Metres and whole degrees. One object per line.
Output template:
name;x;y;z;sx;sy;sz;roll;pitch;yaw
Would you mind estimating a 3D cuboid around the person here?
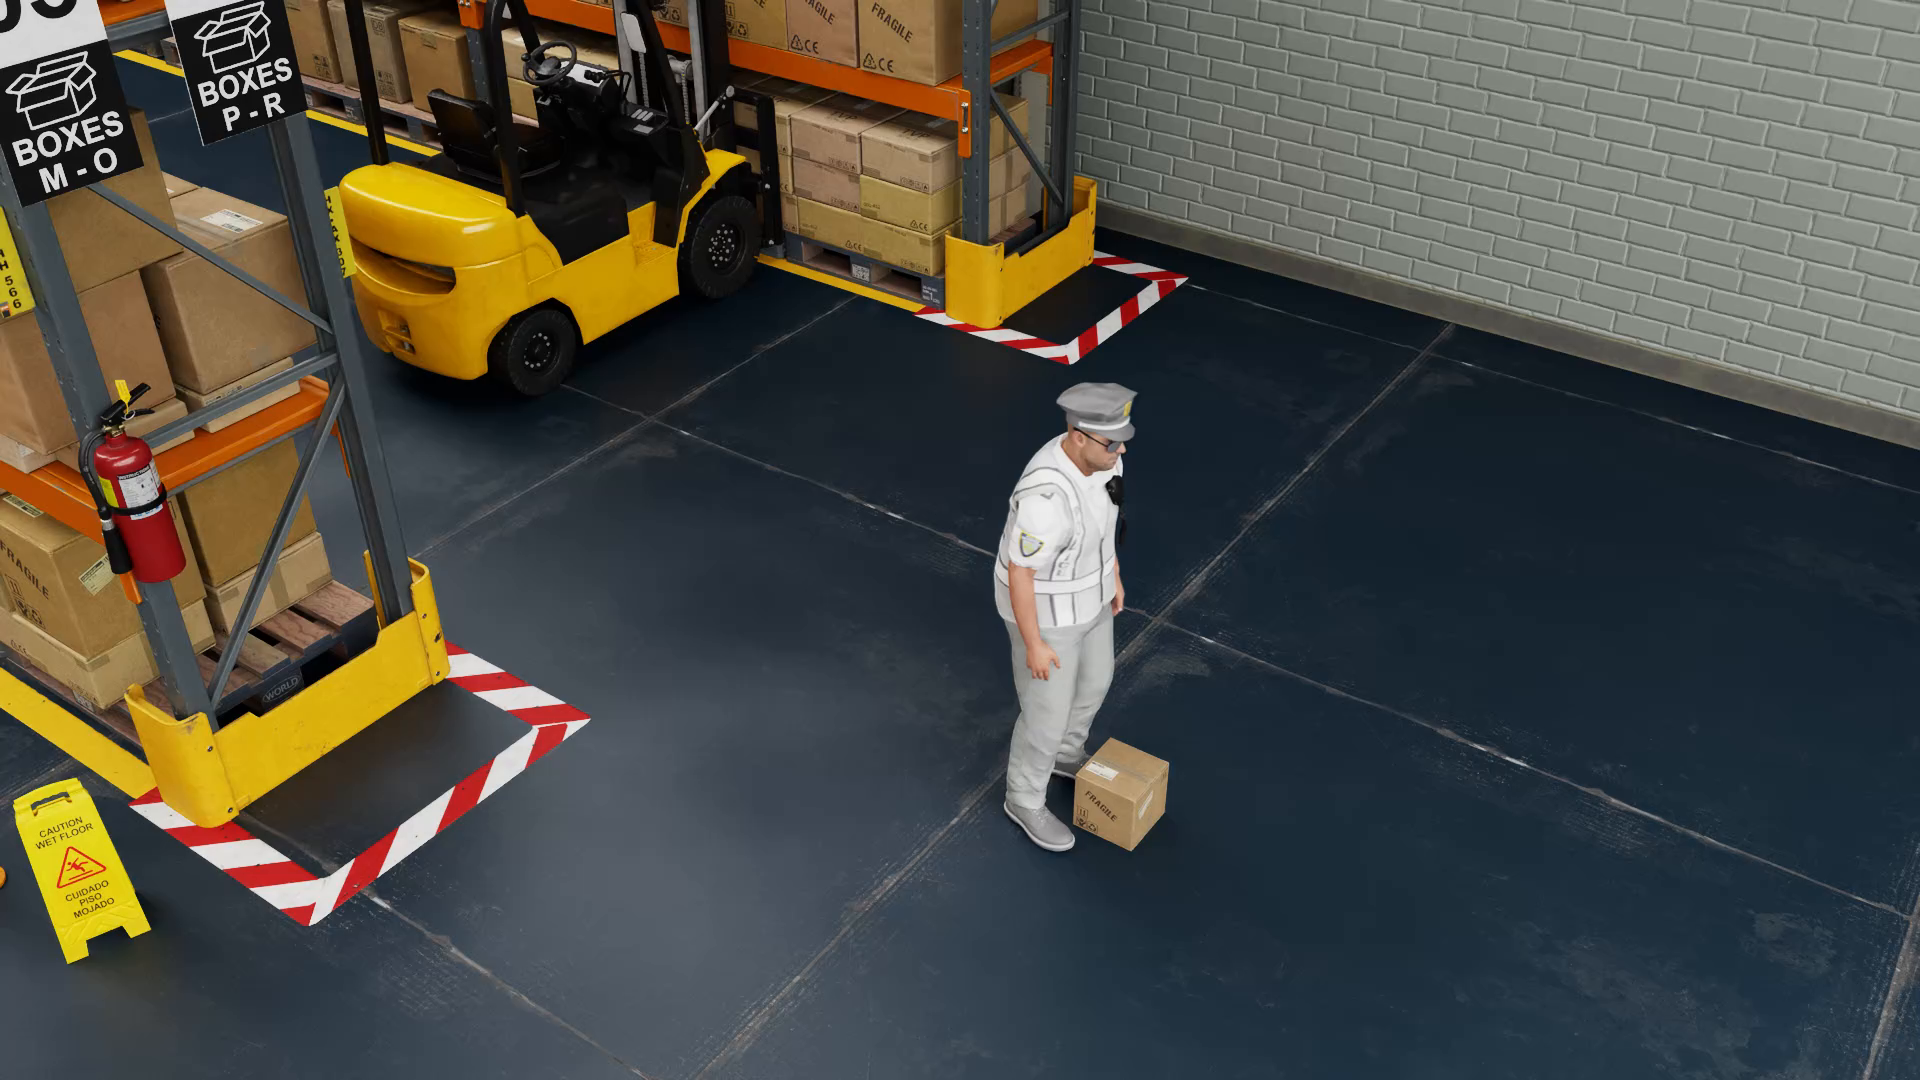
person;0.361;0.228;5.802;0.434;1.749;0.585;22;40;28
